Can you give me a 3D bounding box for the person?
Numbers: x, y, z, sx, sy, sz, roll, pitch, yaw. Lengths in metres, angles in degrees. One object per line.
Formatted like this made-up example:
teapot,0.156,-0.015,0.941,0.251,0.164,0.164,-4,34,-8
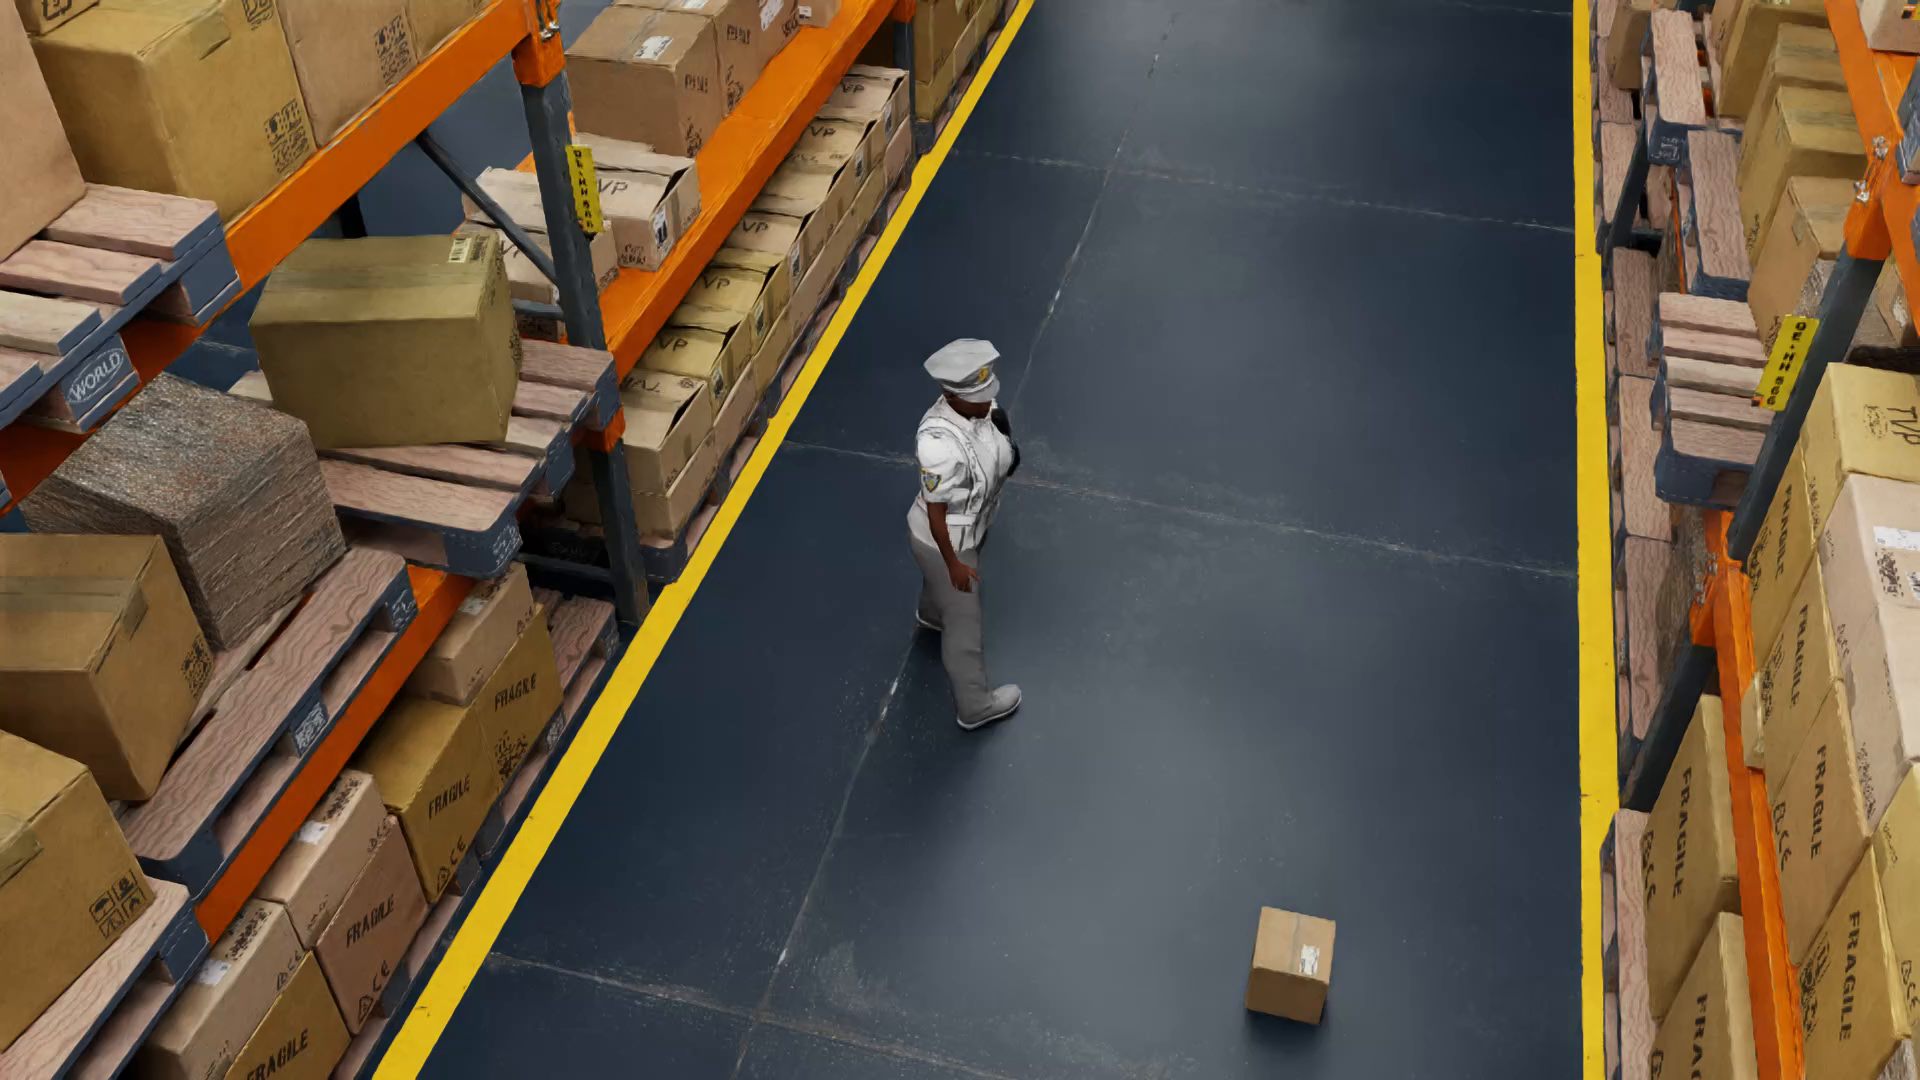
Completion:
person,0.012,-0.067,6.243,0.562,1.669,0.580,15,43,16
